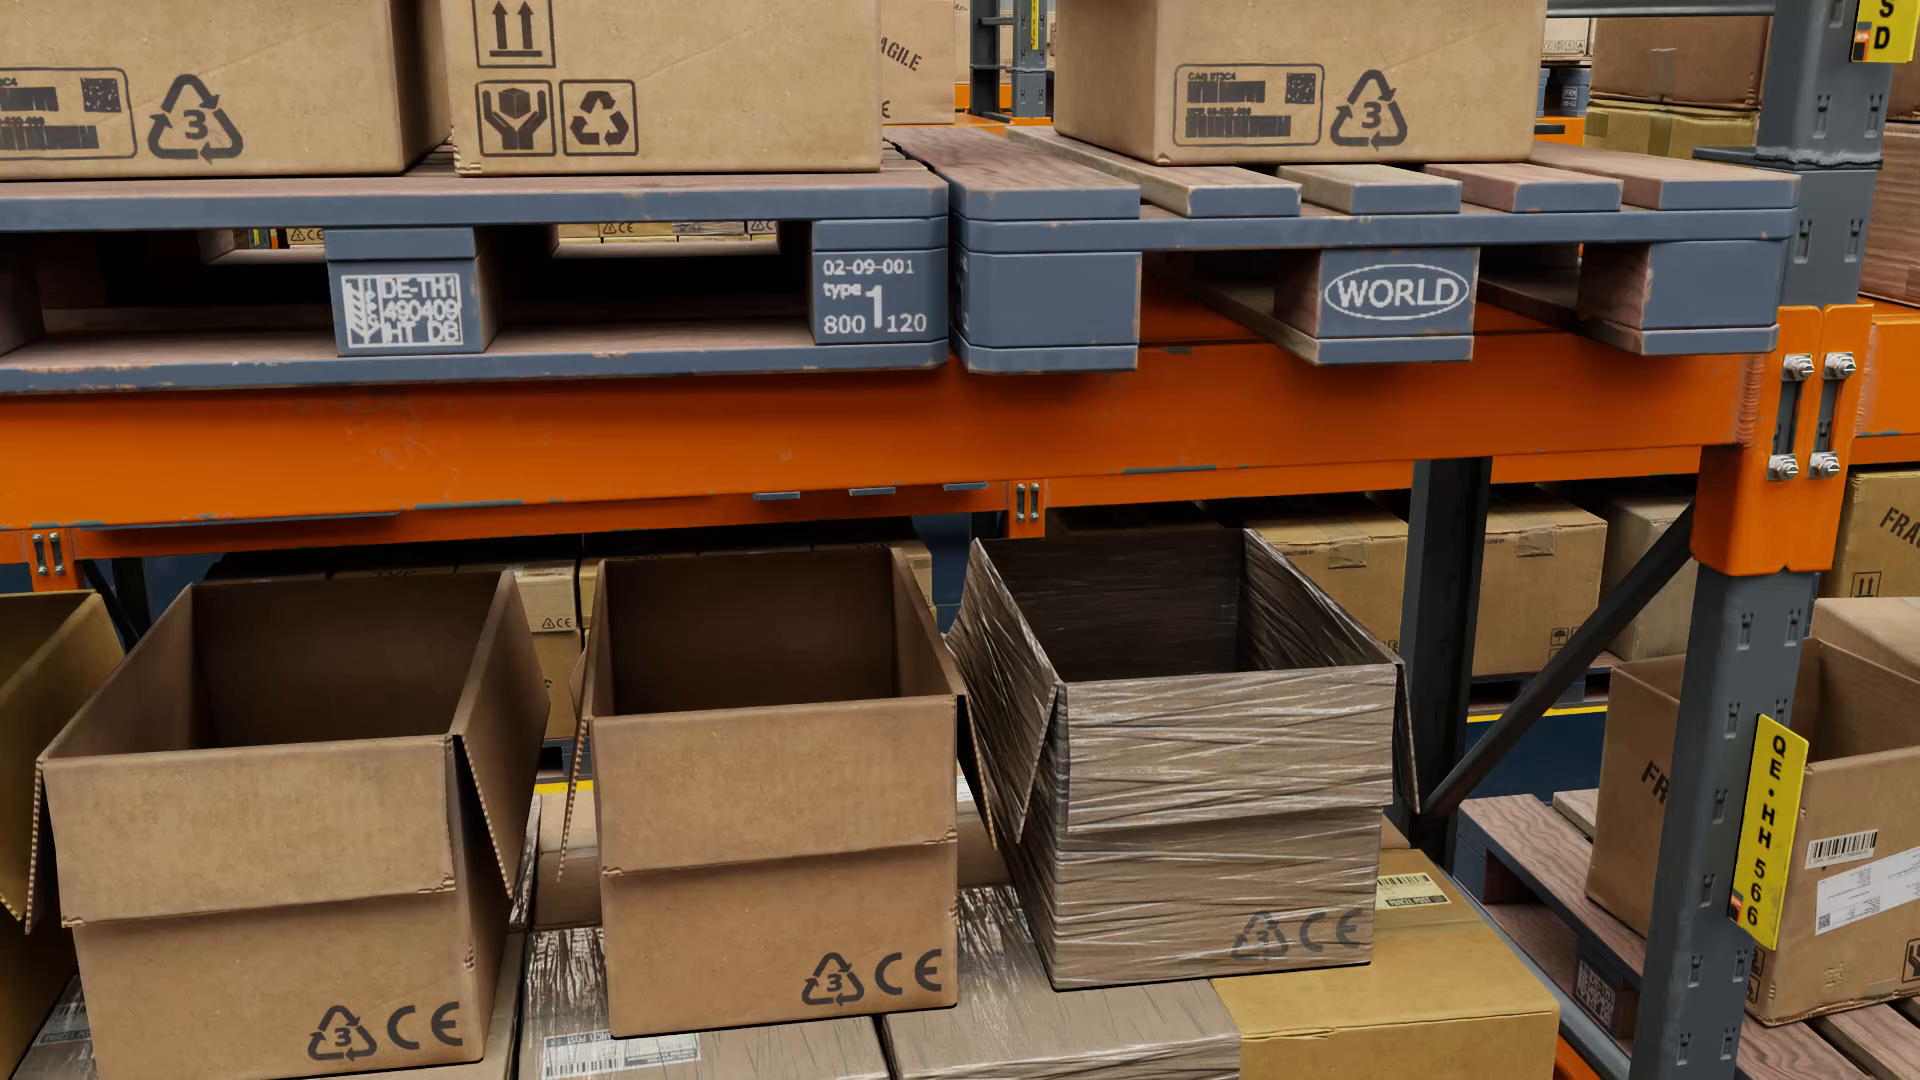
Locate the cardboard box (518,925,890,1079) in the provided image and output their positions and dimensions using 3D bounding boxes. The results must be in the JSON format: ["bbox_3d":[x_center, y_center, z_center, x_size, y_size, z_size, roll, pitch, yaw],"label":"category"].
[{"bbox_3d":[-0.395,0.918,2.543,0.500,0.500,0.500,-4,17,-12],"label":"cardboard box"}]

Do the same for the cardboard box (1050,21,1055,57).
[{"bbox_3d":[0.559,-2.159,7.166,0.250,0.149,0.380,-4,18,-13],"label":"cardboard box"}]

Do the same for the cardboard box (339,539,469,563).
[{"bbox_3d":[-2.536,0.095,7.658,0.500,0.250,0.500,-2,17,-8],"label":"cardboard box"}]

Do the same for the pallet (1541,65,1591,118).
[{"bbox_3d":[3.237,-2.124,7.836,1.217,0.209,0.805,-4,18,-13],"label":"pallet"}]

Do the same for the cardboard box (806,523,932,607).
[{"bbox_3d":[-0.421,0.125,7.560,0.500,0.250,0.500,-4,17,-12],"label":"cardboard box"}]

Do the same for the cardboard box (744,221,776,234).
[{"bbox_3d":[-1.295,-2.467,11.862,0.500,0.500,0.500,-4,17,-12],"label":"cardboard box"}]

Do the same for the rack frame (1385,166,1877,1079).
[{"bbox_3d":[1.043,0.811,3.061,0.127,3.000,1.000,-3,17,-10],"label":"rack frame"}]

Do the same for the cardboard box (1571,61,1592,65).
[{"bbox_3d":[4.725,-3.575,12.662,0.250,0.149,0.380,-4,17,-12],"label":"cardboard box"}]

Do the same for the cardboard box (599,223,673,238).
[{"bbox_3d":[-2.287,-2.410,11.677,0.500,0.500,0.500,-3,17,-10],"label":"cardboard box"}]

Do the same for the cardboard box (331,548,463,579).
[{"bbox_3d":[-2.429,0.239,7.190,0.500,0.250,0.500,-3,17,-9],"label":"cardboard box"}]

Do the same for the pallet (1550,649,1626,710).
[{"bbox_3d":[3.385,0.551,8.659,1.213,0.211,1.003,-3,17,-10],"label":"pallet"}]

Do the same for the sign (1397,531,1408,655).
[{"bbox_3d":[0.930,0.140,3.411,0.005,0.325,0.100,-3,17,-10],"label":"sign"}]

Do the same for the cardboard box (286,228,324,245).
[{"bbox_3d":[-4.278,-2.290,11.286,0.500,0.500,0.500,-3,17,-10],"label":"cardboard box"}]

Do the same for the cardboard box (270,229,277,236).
[{"bbox_3d":[-6.477,-3.001,15.900,0.250,0.149,0.380,-3,17,-9],"label":"cardboard box"}]

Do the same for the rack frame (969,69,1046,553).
[{"bbox_3d":[0.201,-0.624,7.735,0.127,3.000,1.000,-3,17,-10],"label":"rack frame"}]

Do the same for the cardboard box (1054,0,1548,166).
[{"bbox_3d":[0.457,-0.818,2.366,0.637,0.503,0.797,-2,17,-7],"label":"cardboard box"}]

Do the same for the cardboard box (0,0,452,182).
[{"bbox_3d":[-0.959,-0.753,2.154,0.637,0.503,0.797,-3,17,-11],"label":"cardboard box"}]

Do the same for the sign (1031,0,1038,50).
[{"bbox_3d":[0.302,-2.149,6.709,0.005,0.325,0.100,-3,17,-10],"label":"sign"}]

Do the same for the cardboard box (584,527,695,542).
[{"bbox_3d":[-1.508,0.032,7.863,0.500,0.250,0.500,-3,17,-10],"label":"cardboard box"}]

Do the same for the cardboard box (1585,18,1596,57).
[{"bbox_3d":[2.958,-2.325,7.535,0.500,0.250,0.500,-3,17,-11],"label":"cardboard box"}]

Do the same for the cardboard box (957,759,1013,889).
[{"bbox_3d":[0.008,0.742,3.118,0.500,0.500,0.500,-4,17,-12],"label":"cardboard box"}]

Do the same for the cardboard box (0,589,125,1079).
[{"bbox_3d":[-1.583,0.434,2.411,0.637,0.503,0.797,-3,17,-10],"label":"cardboard box"}]

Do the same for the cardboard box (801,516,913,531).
[{"bbox_3d":[-0.522,-0.020,8.032,0.500,0.250,0.500,-4,18,-13],"label":"cardboard box"}]

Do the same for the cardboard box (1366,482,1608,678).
[{"bbox_3d":[2.588,0.141,8.361,0.750,0.750,1.050,-3,17,-10],"label":"cardboard box"}]

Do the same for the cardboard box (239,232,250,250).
[{"bbox_3d":[-5.275,-1.920,11.783,0.500,0.500,0.500,-3,17,-9],"label":"cardboard box"}]

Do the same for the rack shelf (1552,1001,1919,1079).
[{"bbox_3d":[3.006,1.044,3.530,4.000,0.370,1.077,-3,17,-10],"label":"rack shelf"}]

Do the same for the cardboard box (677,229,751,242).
[{"bbox_3d":[-1.767,-2.083,11.888,0.500,0.250,0.500,-4,17,-12],"label":"cardboard box"}]

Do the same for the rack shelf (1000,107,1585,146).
[{"bbox_3d":[2.165,-1.826,7.763,4.000,0.370,1.077,-3,17,-10],"label":"rack shelf"}]

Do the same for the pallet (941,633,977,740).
[{"bbox_3d":[-0.567,0.752,8.004,1.213,0.211,1.003,-3,17,-10],"label":"pallet"}]

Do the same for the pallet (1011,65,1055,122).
[{"bbox_3d":[0.823,-2.019,7.489,1.003,0.211,1.213,-2,17,-8],"label":"pallet"}]

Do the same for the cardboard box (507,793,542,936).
[{"bbox_3d":[-0.986,0.798,2.933,0.500,0.500,0.500,-3,17,-10],"label":"cardboard box"}]

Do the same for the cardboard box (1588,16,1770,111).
[{"bbox_3d":[1.464,-1.008,2.854,0.500,0.500,0.500,-3,17,-9],"label":"cardboard box"}]

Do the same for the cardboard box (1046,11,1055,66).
[{"bbox_3d":[0.655,-3.622,12.210,0.637,0.503,0.797,-3,17,-10],"label":"cardboard box"}]

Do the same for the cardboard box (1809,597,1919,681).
[{"bbox_3d":[2.094,0.461,3.316,0.500,0.500,0.700,-1,17,-2],"label":"cardboard box"}]

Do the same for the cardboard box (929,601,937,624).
[{"bbox_3d":[-0.396,0.482,7.676,0.500,0.500,0.500,-3,17,-11],"label":"cardboard box"}]

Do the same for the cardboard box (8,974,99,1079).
[{"bbox_3d":[-1.401,0.977,2.352,0.500,0.500,0.500,-4,17,-12],"label":"cardboard box"}]

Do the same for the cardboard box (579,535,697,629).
[{"bbox_3d":[-1.417,0.180,7.381,0.500,0.250,0.500,-3,17,-9],"label":"cardboard box"}]

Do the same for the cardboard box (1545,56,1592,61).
[{"bbox_3d":[4.573,-3.774,12.630,0.500,0.250,0.500,-3,17,-10],"label":"cardboard box"}]

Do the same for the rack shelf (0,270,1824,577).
[{"bbox_3d":[-0.921,-0.167,2.364,4.000,0.370,1.077,-3,17,-10],"label":"rack shelf"}]

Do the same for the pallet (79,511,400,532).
[{"bbox_3d":[-2.949,-0.310,7.040,1.213,0.211,1.003,-3,17,-10],"label":"pallet"}]

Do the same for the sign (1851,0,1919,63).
[{"bbox_3d":[1.140,-0.747,2.011,0.005,0.325,0.100,-3,17,-10],"label":"sign"}]

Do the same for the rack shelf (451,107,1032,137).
[{"bbox_3d":[-1.763,-1.603,7.038,4.000,0.370,1.077,-3,17,-10],"label":"rack shelf"}]

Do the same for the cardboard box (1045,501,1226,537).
[{"bbox_3d":[0.816,0.243,8.030,0.750,0.750,1.050,-3,17,-11],"label":"cardboard box"}]

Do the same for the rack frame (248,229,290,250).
[{"bbox_3d":[-4.765,-1.823,11.637,0.127,3.000,1.000,-3,17,-10],"label":"rack frame"}]

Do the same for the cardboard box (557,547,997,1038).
[{"bbox_3d":[-0.319,0.356,2.666,0.637,0.503,0.797,-3,17,-9],"label":"cardboard box"}]

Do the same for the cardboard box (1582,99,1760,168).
[{"bbox_3d":[1.463,-0.648,2.959,0.500,0.250,0.500,-3,17,-10],"label":"cardboard box"}]

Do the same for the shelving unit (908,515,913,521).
[{"bbox_3d":[0.007,-0.717,10.593,0.755,1.500,0.431,-3,17,-10],"label":"shelving unit"}]

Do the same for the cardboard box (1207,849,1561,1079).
[{"bbox_3d":[0.605,0.862,2.725,0.500,0.500,0.500,-3,17,-9],"label":"cardboard box"}]

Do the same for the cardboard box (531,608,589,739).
[{"bbox_3d":[-1.920,0.565,7.405,0.500,0.500,0.500,-3,17,-9],"label":"cardboard box"}]

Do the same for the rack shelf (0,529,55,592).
[{"bbox_3d":[-5.690,0.054,6.753,4.000,0.370,1.077,-3,17,-10],"label":"rack shelf"}]

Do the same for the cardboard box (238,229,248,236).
[{"bbox_3d":[-5.278,-2.392,11.617,0.500,0.500,0.500,-3,17,-10],"label":"cardboard box"}]

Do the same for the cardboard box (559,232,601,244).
[{"bbox_3d":[-2.776,-2.020,11.682,0.500,0.250,0.500,-4,17,-12],"label":"cardboard box"}]

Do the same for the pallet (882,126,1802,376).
[{"bbox_3d":[0.420,-0.481,2.482,1.003,0.211,1.213,-2,17,-8],"label":"pallet"}]

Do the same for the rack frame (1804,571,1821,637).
[{"bbox_3d":[4.128,-0.847,8.460,0.127,3.000,1.000,-3,17,-10],"label":"rack frame"}]

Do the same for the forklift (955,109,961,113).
[{"bbox_3d":[-0.682,-2.897,15.251,3.031,2.935,1.130,-16,23,-42],"label":"forklift"}]
